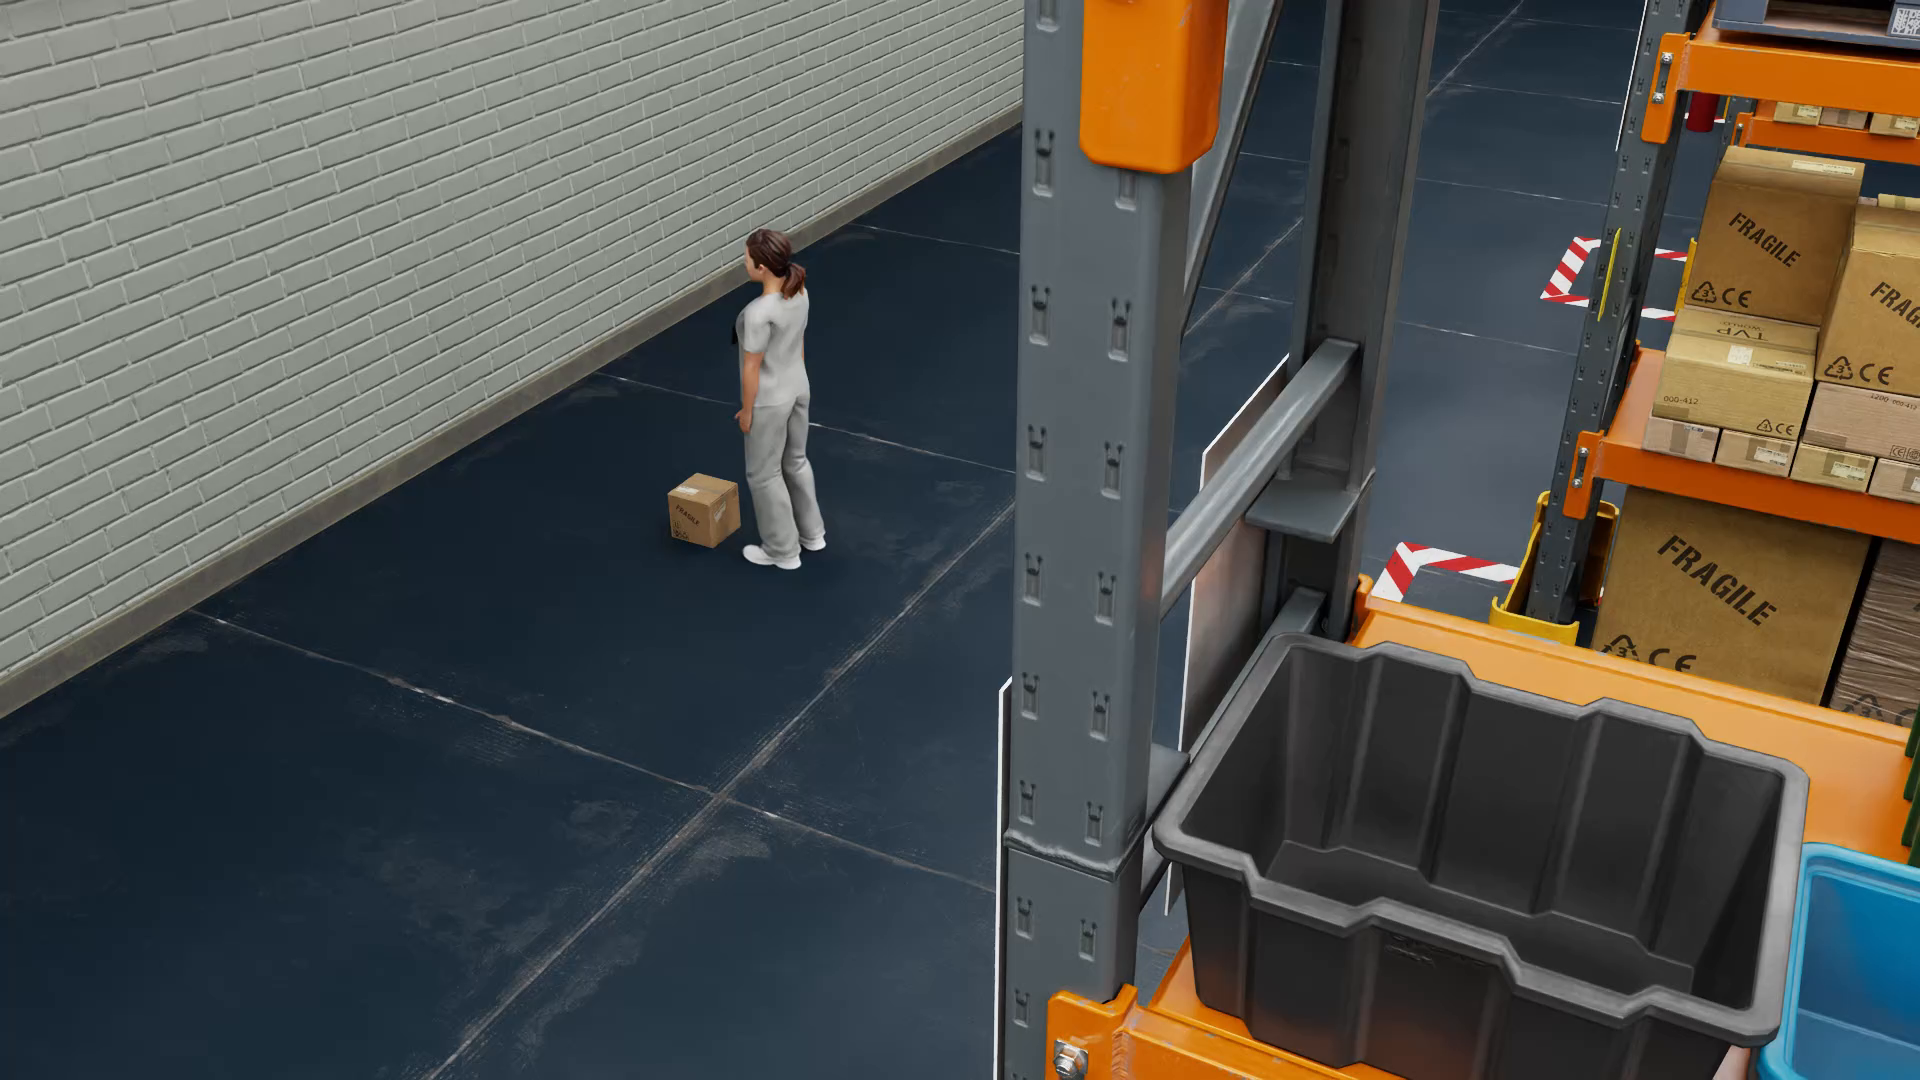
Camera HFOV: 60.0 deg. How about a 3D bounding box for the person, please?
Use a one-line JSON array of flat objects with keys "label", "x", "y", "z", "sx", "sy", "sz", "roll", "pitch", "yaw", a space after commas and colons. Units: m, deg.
[{"label": "person", "x": -0.851, "y": -0.642, "z": 7.748, "sx": 0.363, "sy": 1.676, "sz": 0.438, "roll": 15, "pitch": 33, "yaw": 24}]
